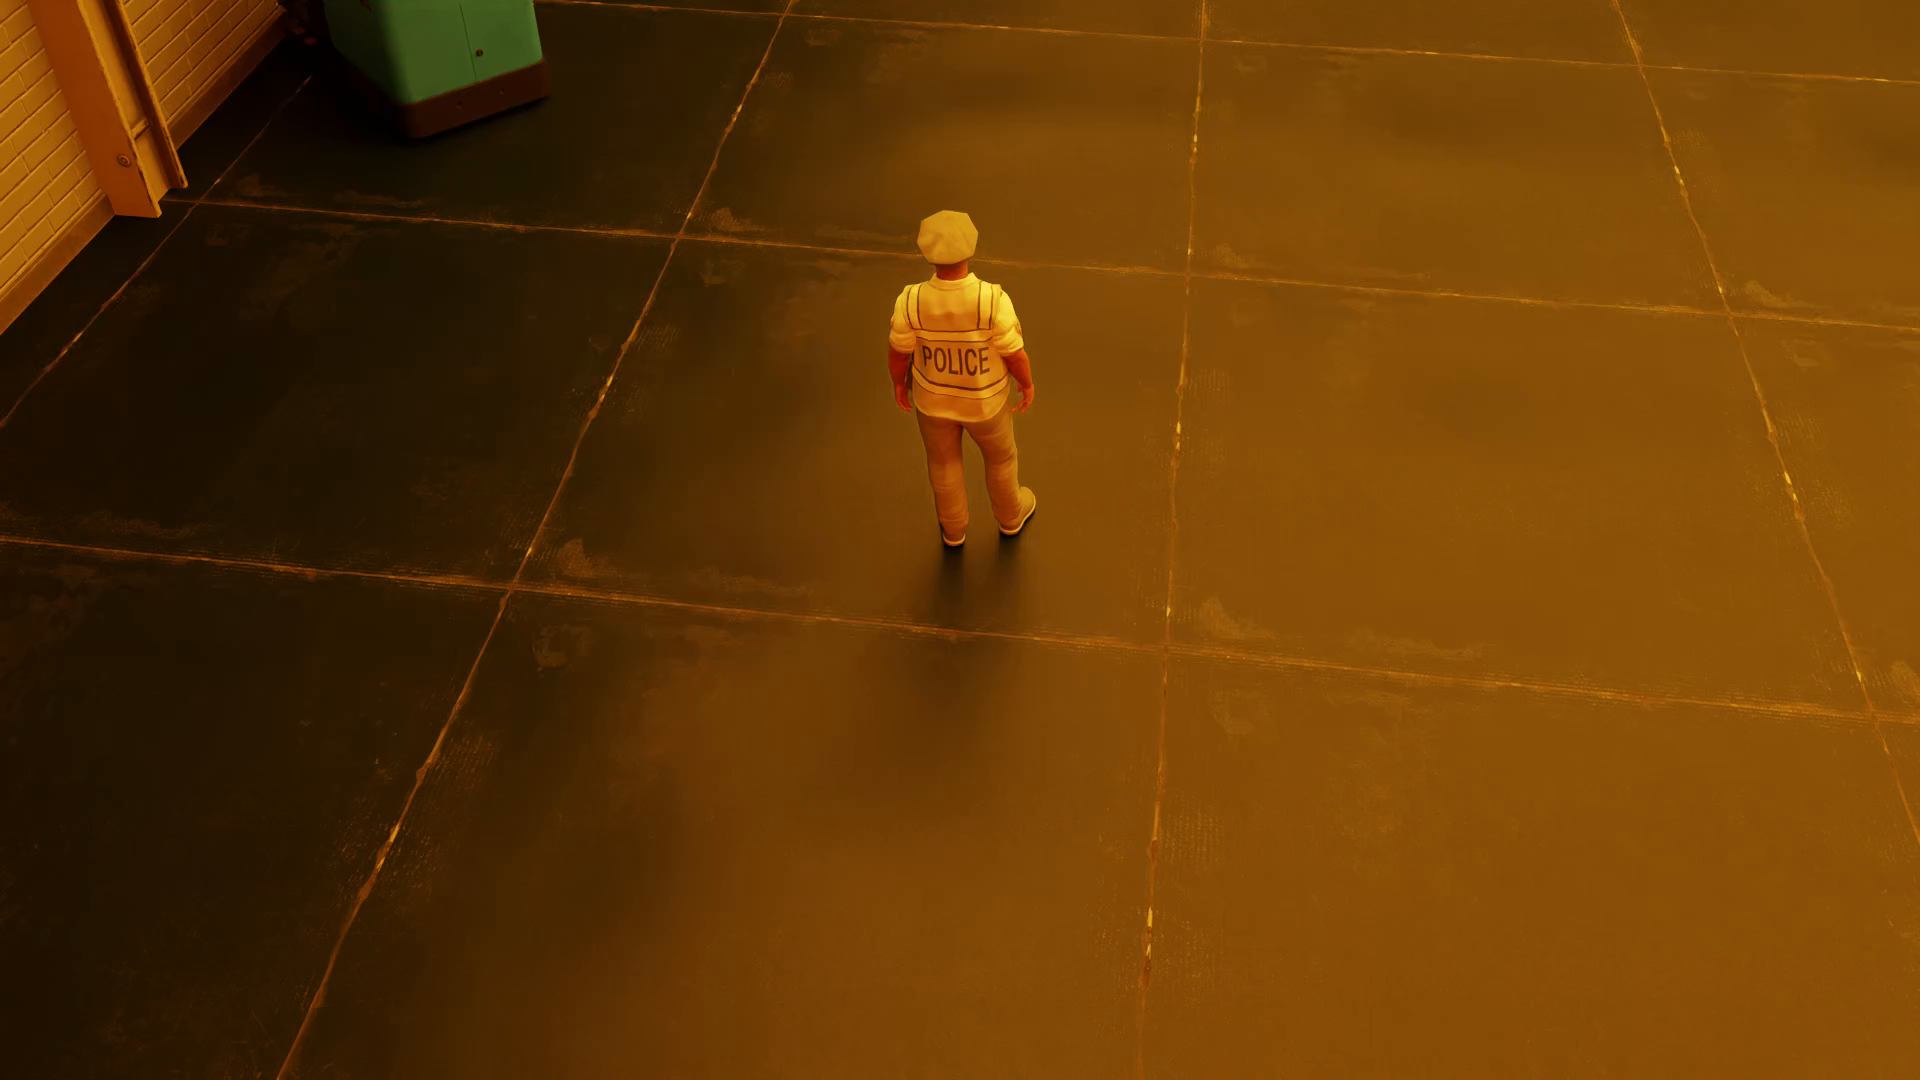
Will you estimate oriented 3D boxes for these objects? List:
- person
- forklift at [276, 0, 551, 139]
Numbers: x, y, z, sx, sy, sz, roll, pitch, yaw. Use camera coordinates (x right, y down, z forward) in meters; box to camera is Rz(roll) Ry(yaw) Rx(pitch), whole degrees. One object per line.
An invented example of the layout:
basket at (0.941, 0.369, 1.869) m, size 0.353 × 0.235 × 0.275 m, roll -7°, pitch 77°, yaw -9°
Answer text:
person at (0.022, -0.712, 7.339) m, size 0.640 × 1.781 × 0.575 m, roll 5°, pitch 43°, yaw 6°
forklift at (-4.021, -4.563, 10.691) m, size 1.130 × 2.935 × 3.031 m, roll -28°, pitch 50°, yaw -27°
